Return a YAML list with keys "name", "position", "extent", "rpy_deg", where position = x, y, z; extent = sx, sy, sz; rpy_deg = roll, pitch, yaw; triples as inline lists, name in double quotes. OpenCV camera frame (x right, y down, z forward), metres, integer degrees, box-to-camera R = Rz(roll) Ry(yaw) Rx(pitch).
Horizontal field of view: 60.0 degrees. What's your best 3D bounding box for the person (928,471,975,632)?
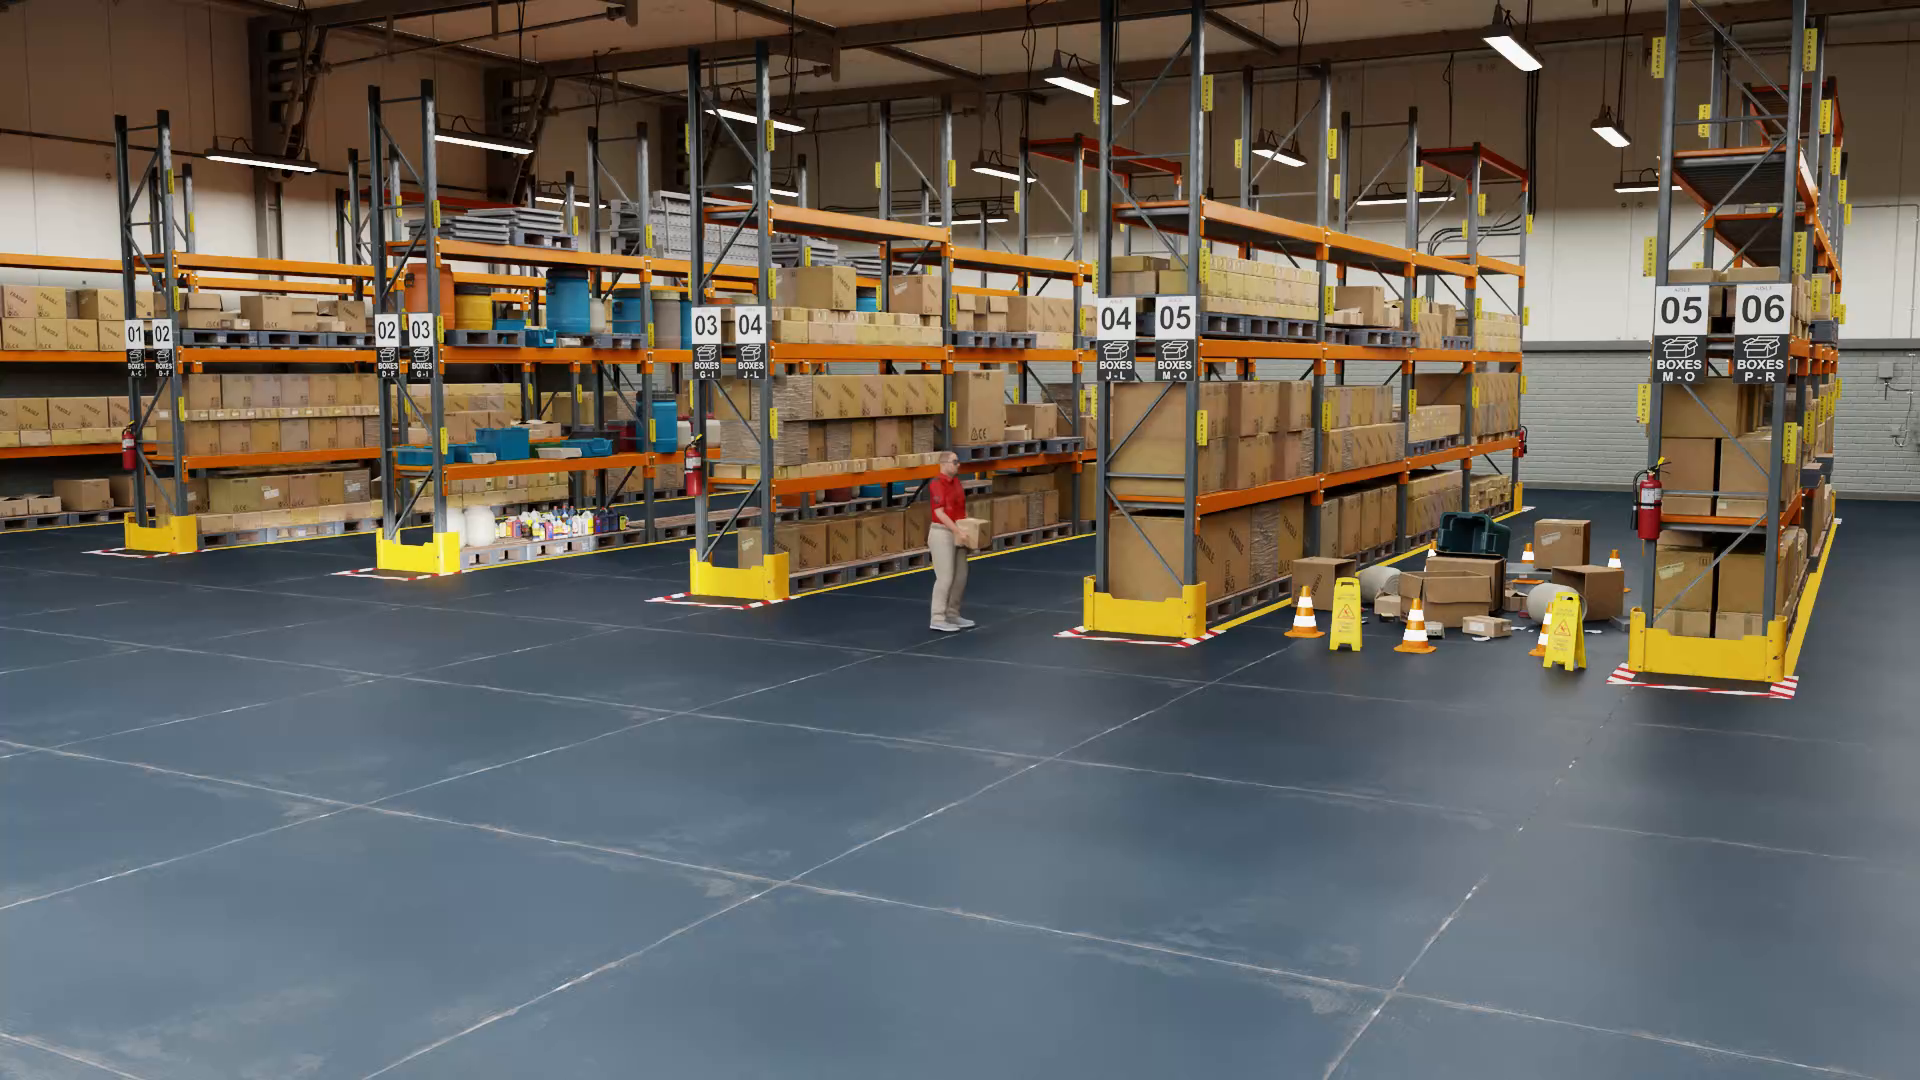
- name: "person"
  position: [-0.090, 0.098, 16.190]
  extent: [0.387, 1.533, 0.521]
  rpy_deg: [3, 7, 28]
